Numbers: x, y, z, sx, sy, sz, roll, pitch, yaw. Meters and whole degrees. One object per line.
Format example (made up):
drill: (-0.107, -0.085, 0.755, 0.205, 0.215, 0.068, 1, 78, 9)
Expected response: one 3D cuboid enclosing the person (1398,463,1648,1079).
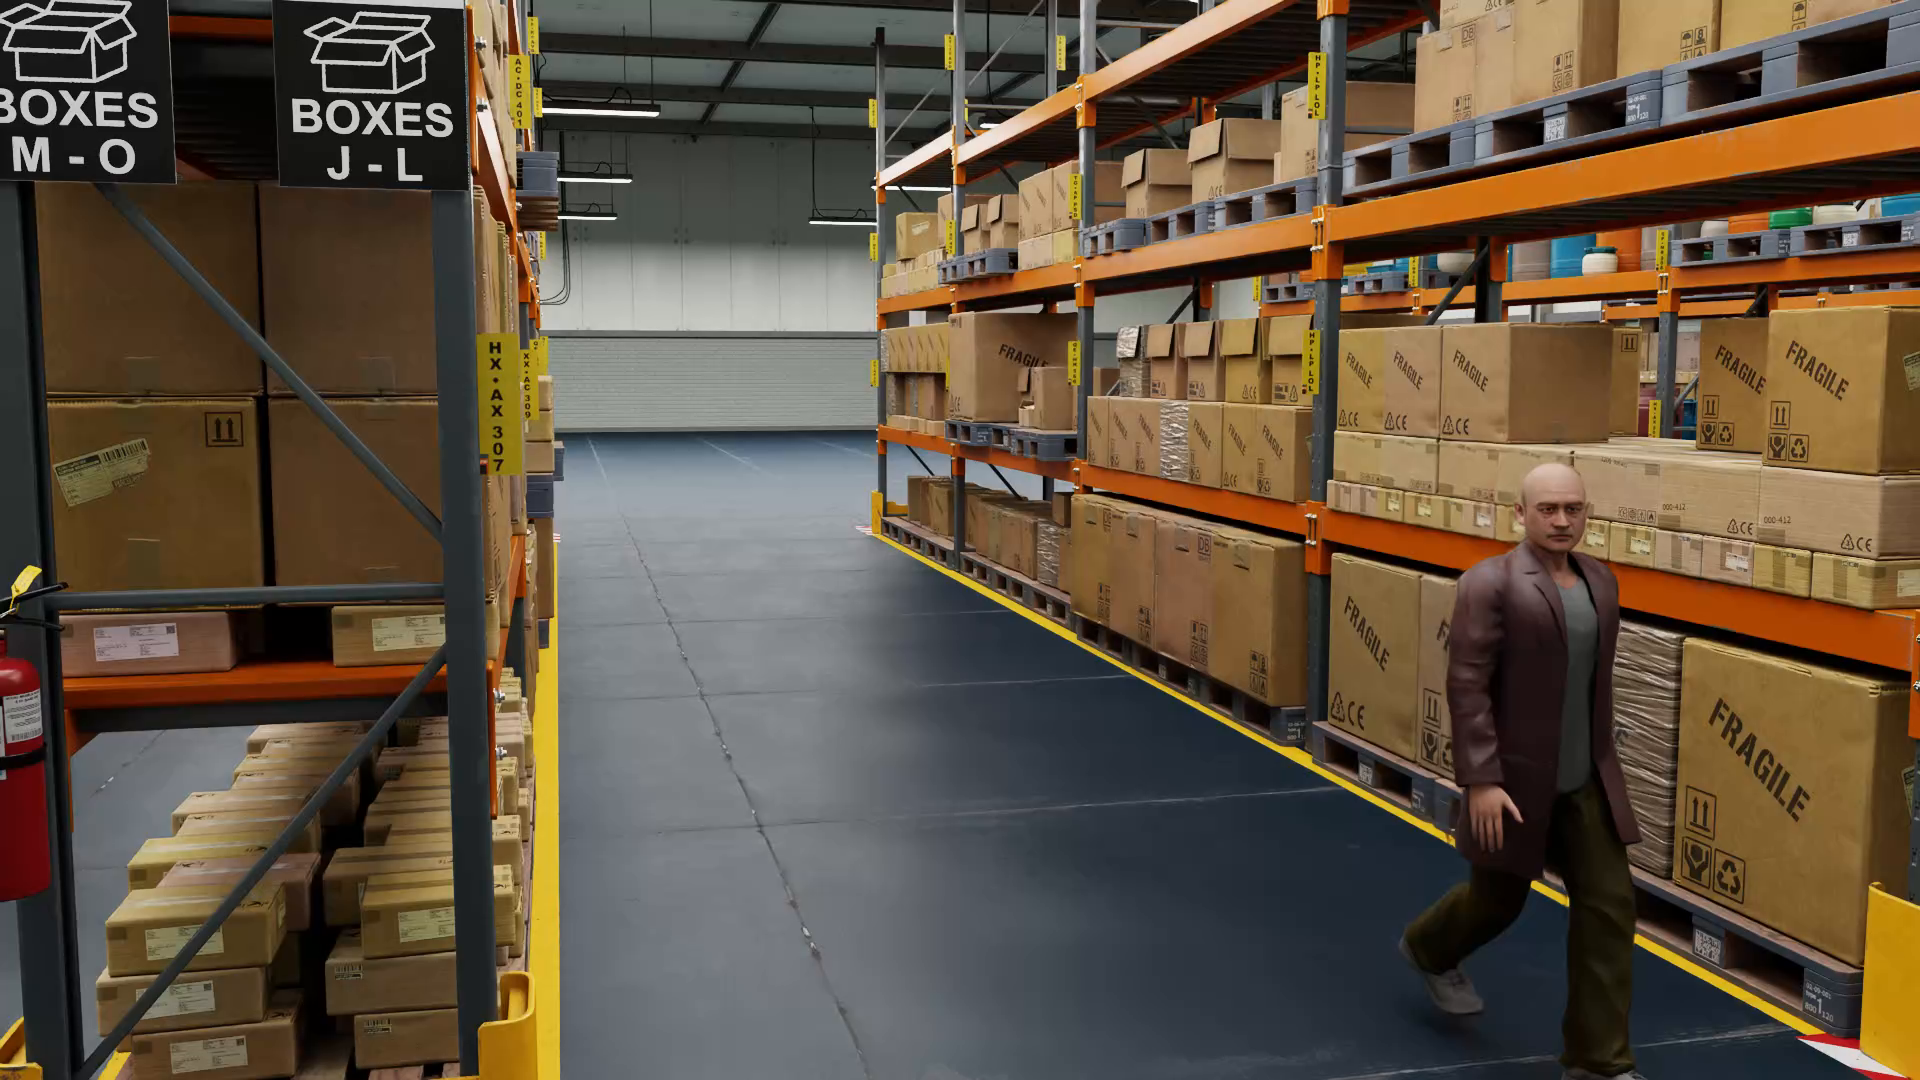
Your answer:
person: (1.631, 0.647, 4.727, 0.656, 1.740, 1.054, -2, 6, -19)
